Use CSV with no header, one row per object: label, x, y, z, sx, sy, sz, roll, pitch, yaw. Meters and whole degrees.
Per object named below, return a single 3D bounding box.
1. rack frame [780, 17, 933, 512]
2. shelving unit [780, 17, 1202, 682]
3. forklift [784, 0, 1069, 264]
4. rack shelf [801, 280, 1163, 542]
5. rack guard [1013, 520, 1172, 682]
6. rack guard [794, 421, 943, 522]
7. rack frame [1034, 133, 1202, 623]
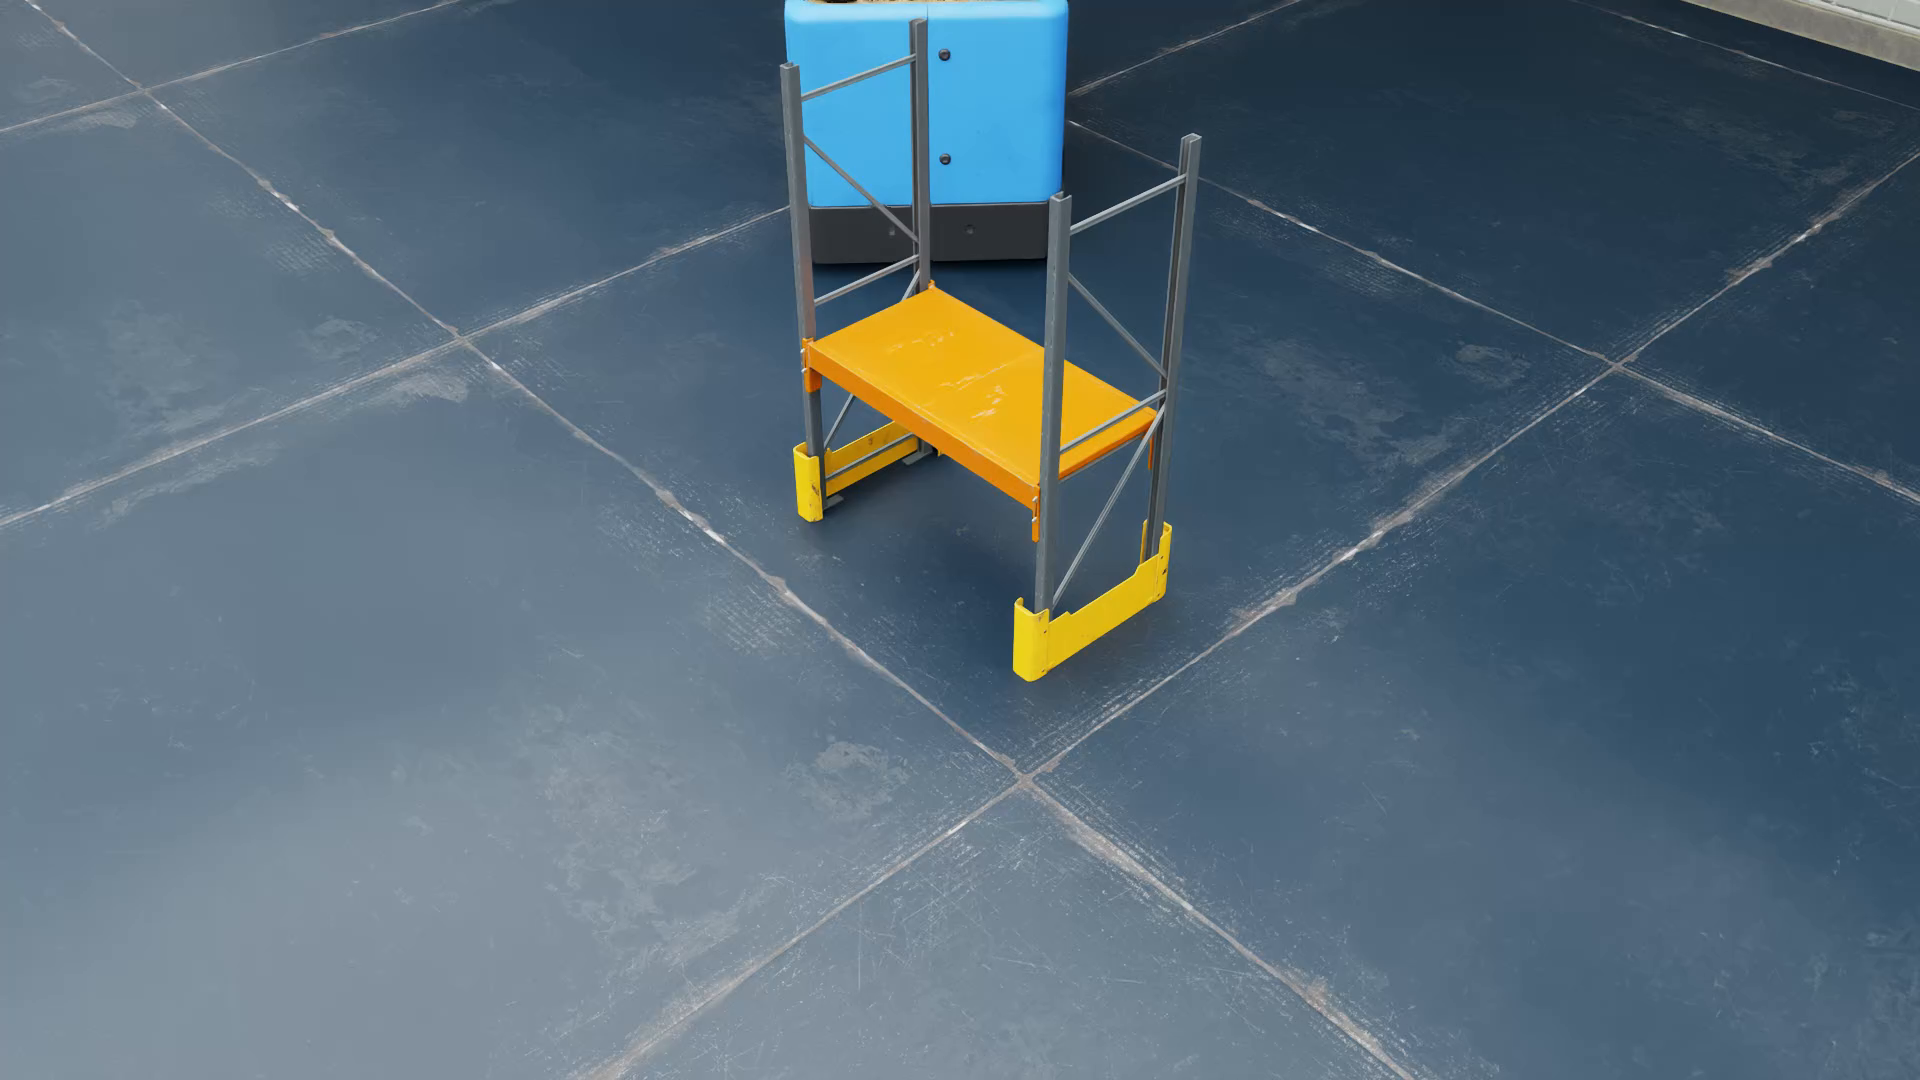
rack frame,-0.286,-0.779,5.021,0.500,1.500,0.032,-30,48,-32
shelving unit,0.052,-0.548,4.735,0.587,1.500,1.083,-30,48,-32
forklift,-0.186,-3.119,6.780,1.130,2.935,3.031,-2,39,-2
rack shelf,0.058,-0.404,4.843,0.538,0.185,1.000,-30,48,-32
rack guard,0.388,0.169,4.842,0.587,0.250,0.087,-30,48,-32
rack guard,-0.285,-0.292,5.413,0.587,0.250,0.087,-30,48,-32
rack frame,0.402,-0.309,4.439,0.500,1.500,0.032,-30,48,-32
